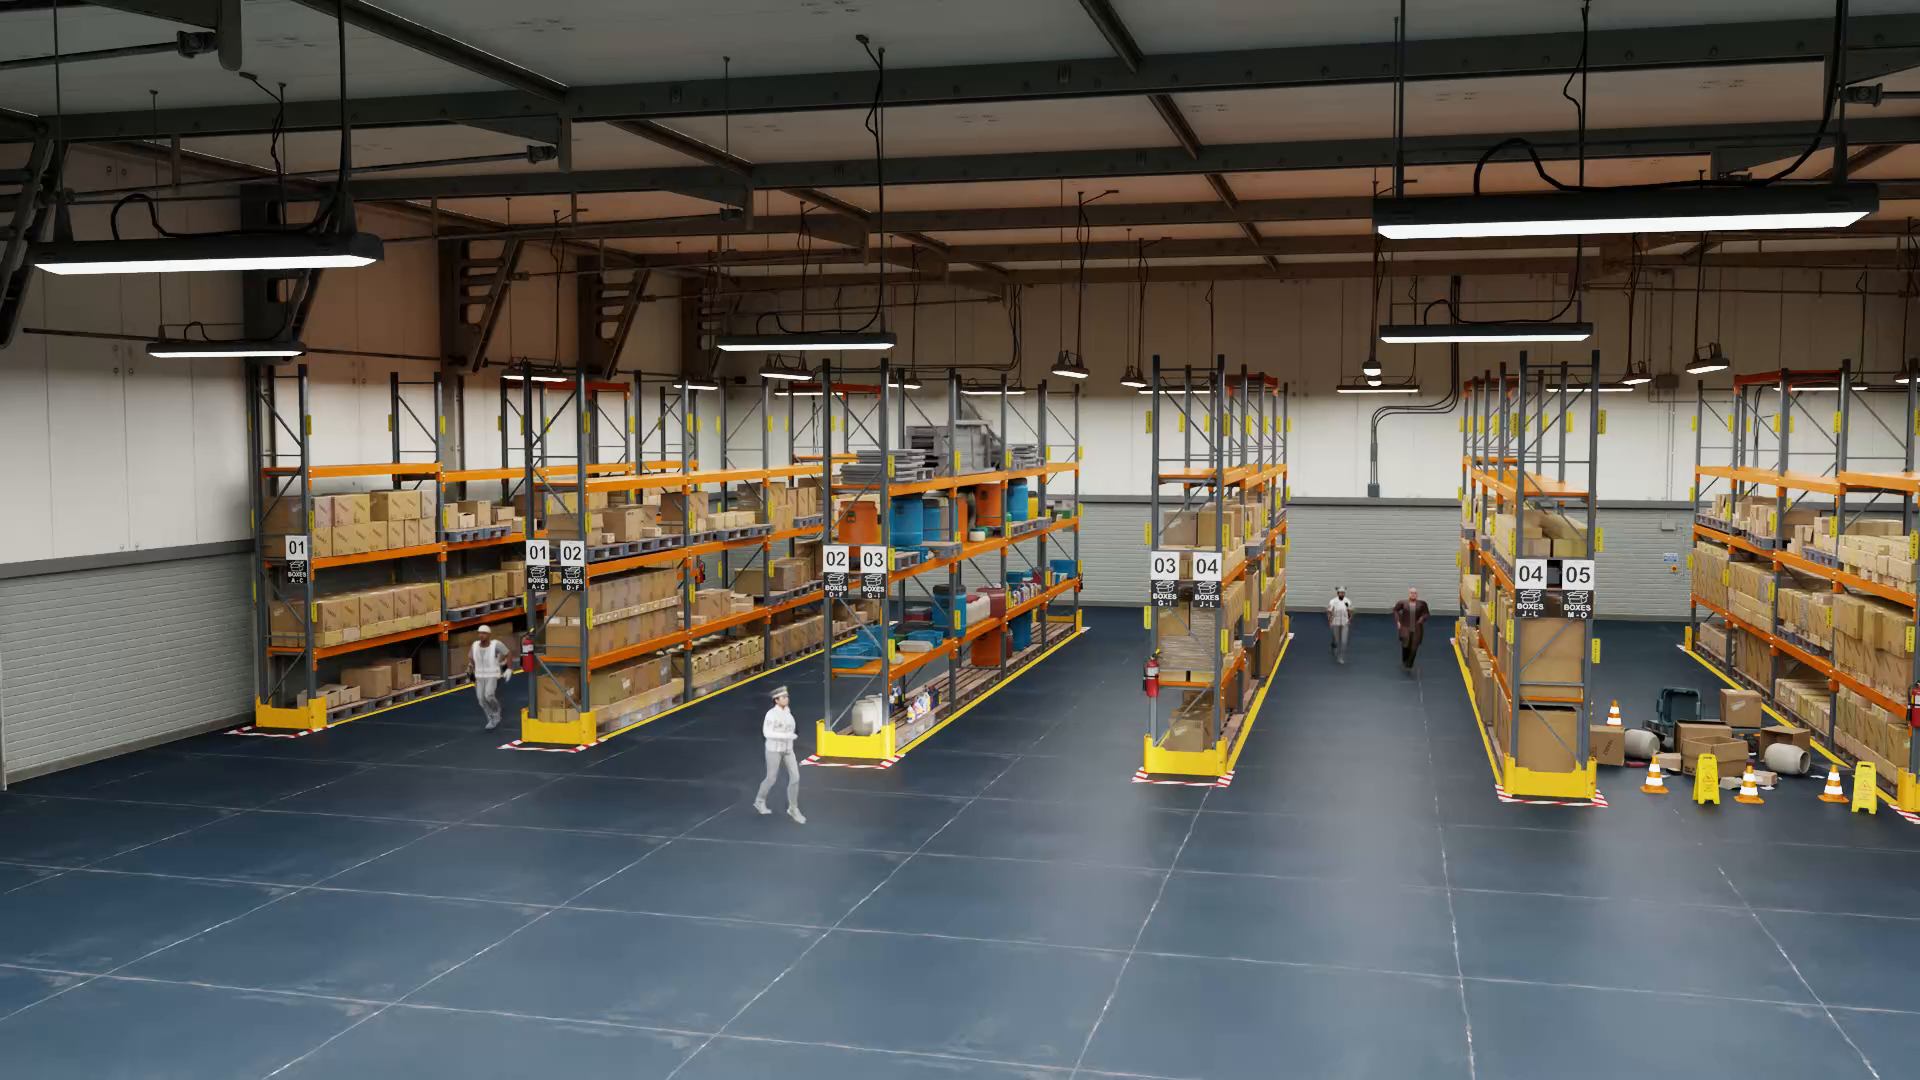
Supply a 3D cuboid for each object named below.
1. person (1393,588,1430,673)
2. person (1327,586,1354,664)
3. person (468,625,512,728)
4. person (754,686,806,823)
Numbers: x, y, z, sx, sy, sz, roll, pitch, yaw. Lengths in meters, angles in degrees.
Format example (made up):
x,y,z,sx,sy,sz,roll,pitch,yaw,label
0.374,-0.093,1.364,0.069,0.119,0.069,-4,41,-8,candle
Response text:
x,y,z,sx,sy,sz,roll,pitch,yaw,label
9.065,1.826,33.390,0.707,1.736,0.693,1,4,11,person
8.023,1.768,35.124,0.558,1.649,0.592,0,4,4,person
-7.771,2.253,27.316,0.689,1.720,0.676,1,4,11,person
-2.314,2.704,21.087,0.775,1.742,0.593,3,5,38,person
